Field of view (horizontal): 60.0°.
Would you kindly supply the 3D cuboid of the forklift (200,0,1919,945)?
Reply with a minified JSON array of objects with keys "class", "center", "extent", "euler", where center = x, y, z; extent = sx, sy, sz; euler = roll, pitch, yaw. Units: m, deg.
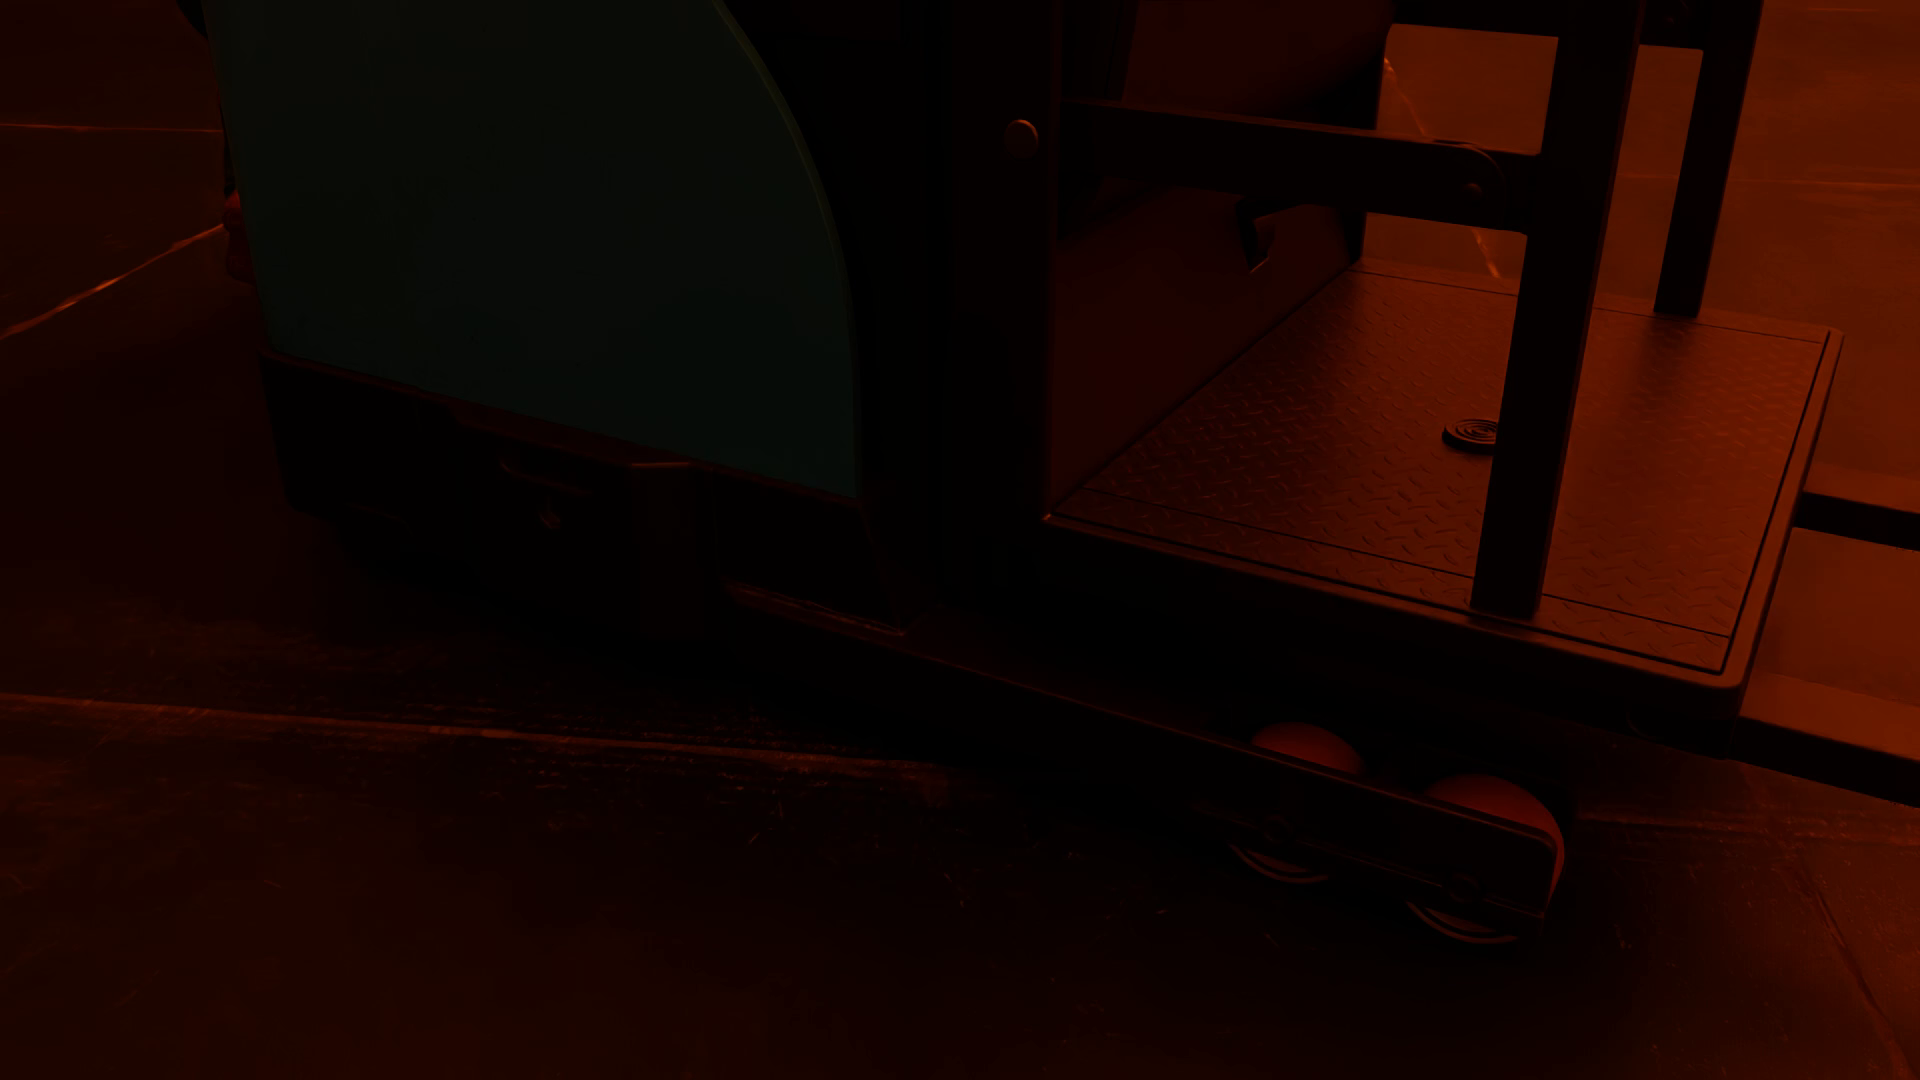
[{"class":"forklift","center":[0.529,-1.176,1.574],"extent":[3.031,2.935,1.130],"euler":[14,30,26]}]

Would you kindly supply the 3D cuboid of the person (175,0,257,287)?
[{"class":"person","center":[-1.183,-1.179,3.094],"extent":[0.817,1.607,0.769],"euler":[9,28,18]}]
